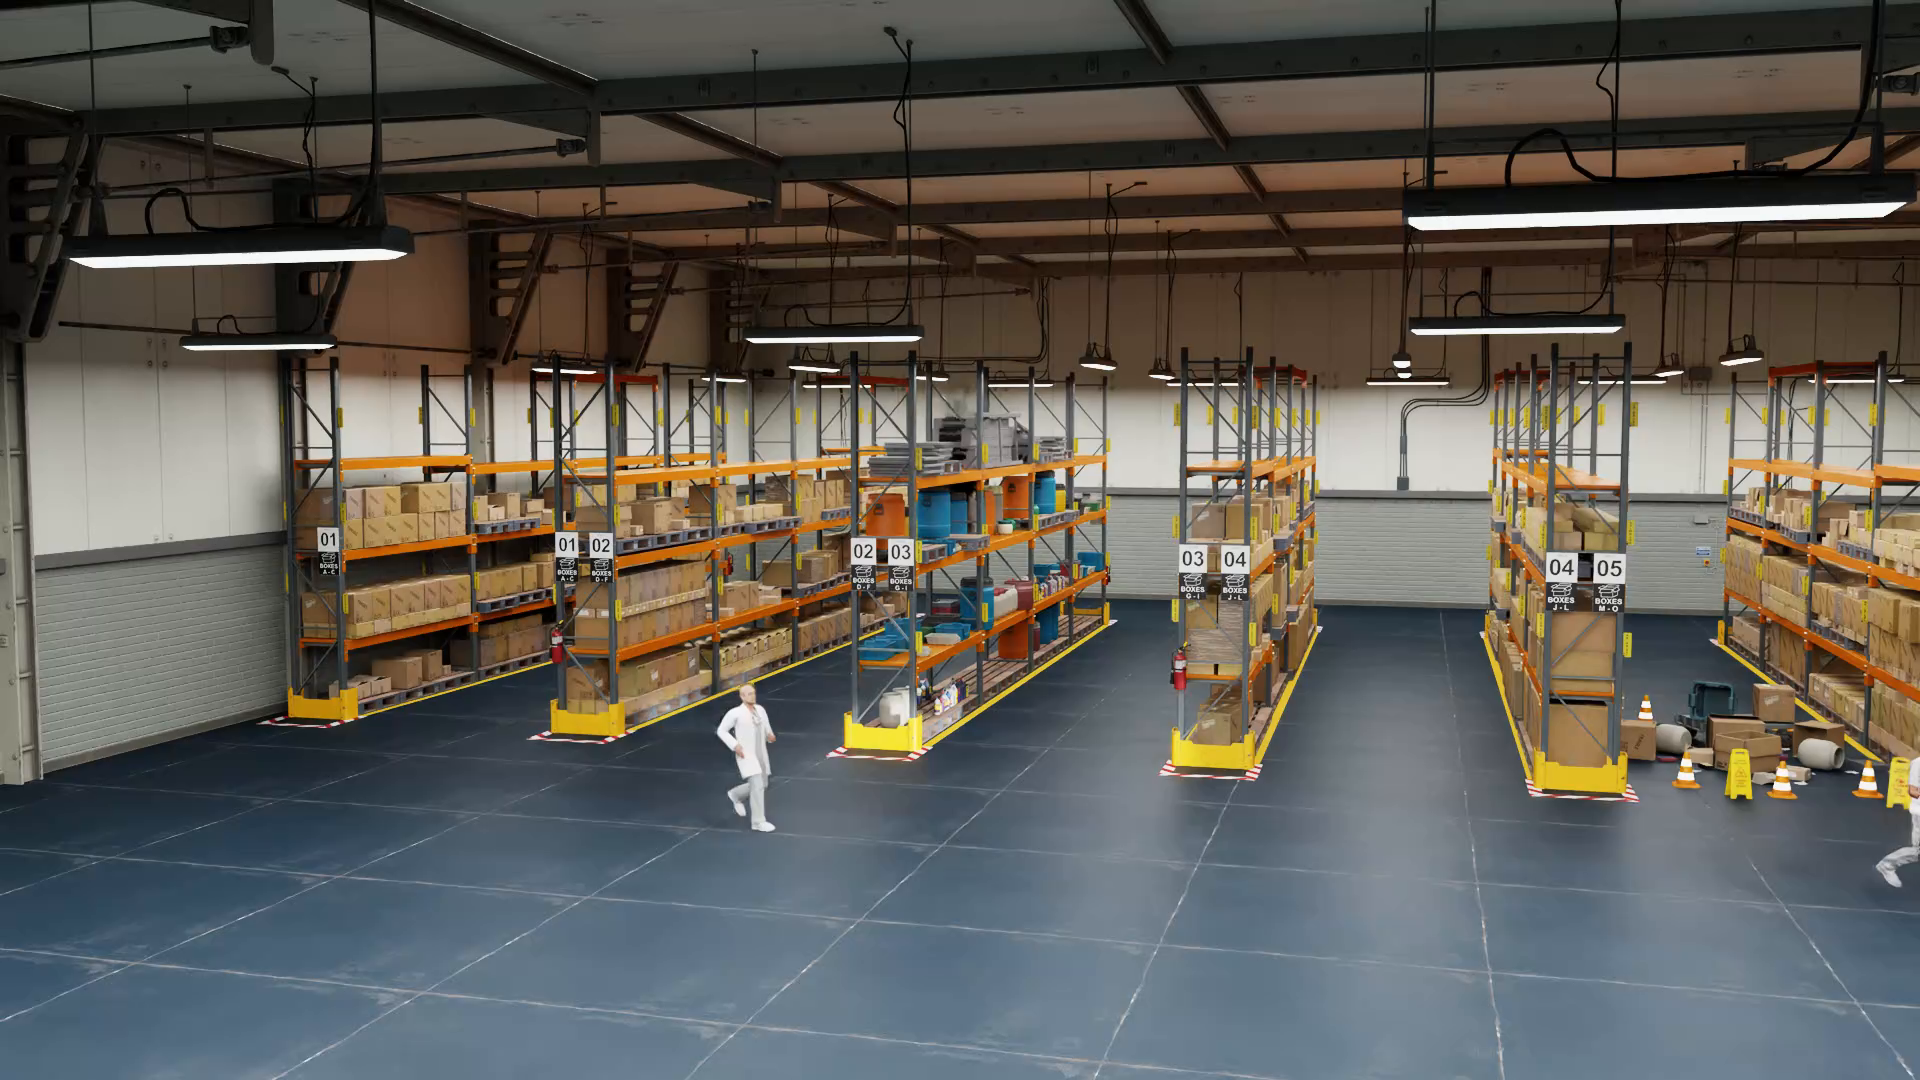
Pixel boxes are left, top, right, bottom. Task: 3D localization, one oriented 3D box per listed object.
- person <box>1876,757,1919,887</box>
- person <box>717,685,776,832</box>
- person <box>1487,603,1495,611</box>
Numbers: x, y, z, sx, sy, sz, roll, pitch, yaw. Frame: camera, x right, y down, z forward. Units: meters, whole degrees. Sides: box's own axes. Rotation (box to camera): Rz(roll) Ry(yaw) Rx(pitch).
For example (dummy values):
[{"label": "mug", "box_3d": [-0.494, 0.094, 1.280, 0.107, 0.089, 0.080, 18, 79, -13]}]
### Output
[{"label": "person", "box_3d": [9.982, 2.843, 17.135, 0.682, 1.792, 0.985, -2, 5, -30]}, {"label": "person", "box_3d": [-2.576, 2.645, 20.275, 0.916, 1.738, 0.720, 4, 6, 41]}, {"label": "person", "box_3d": [12.710, 1.338, 39.048, 0.578, 1.627, 0.580, 1, 4, 8]}]
